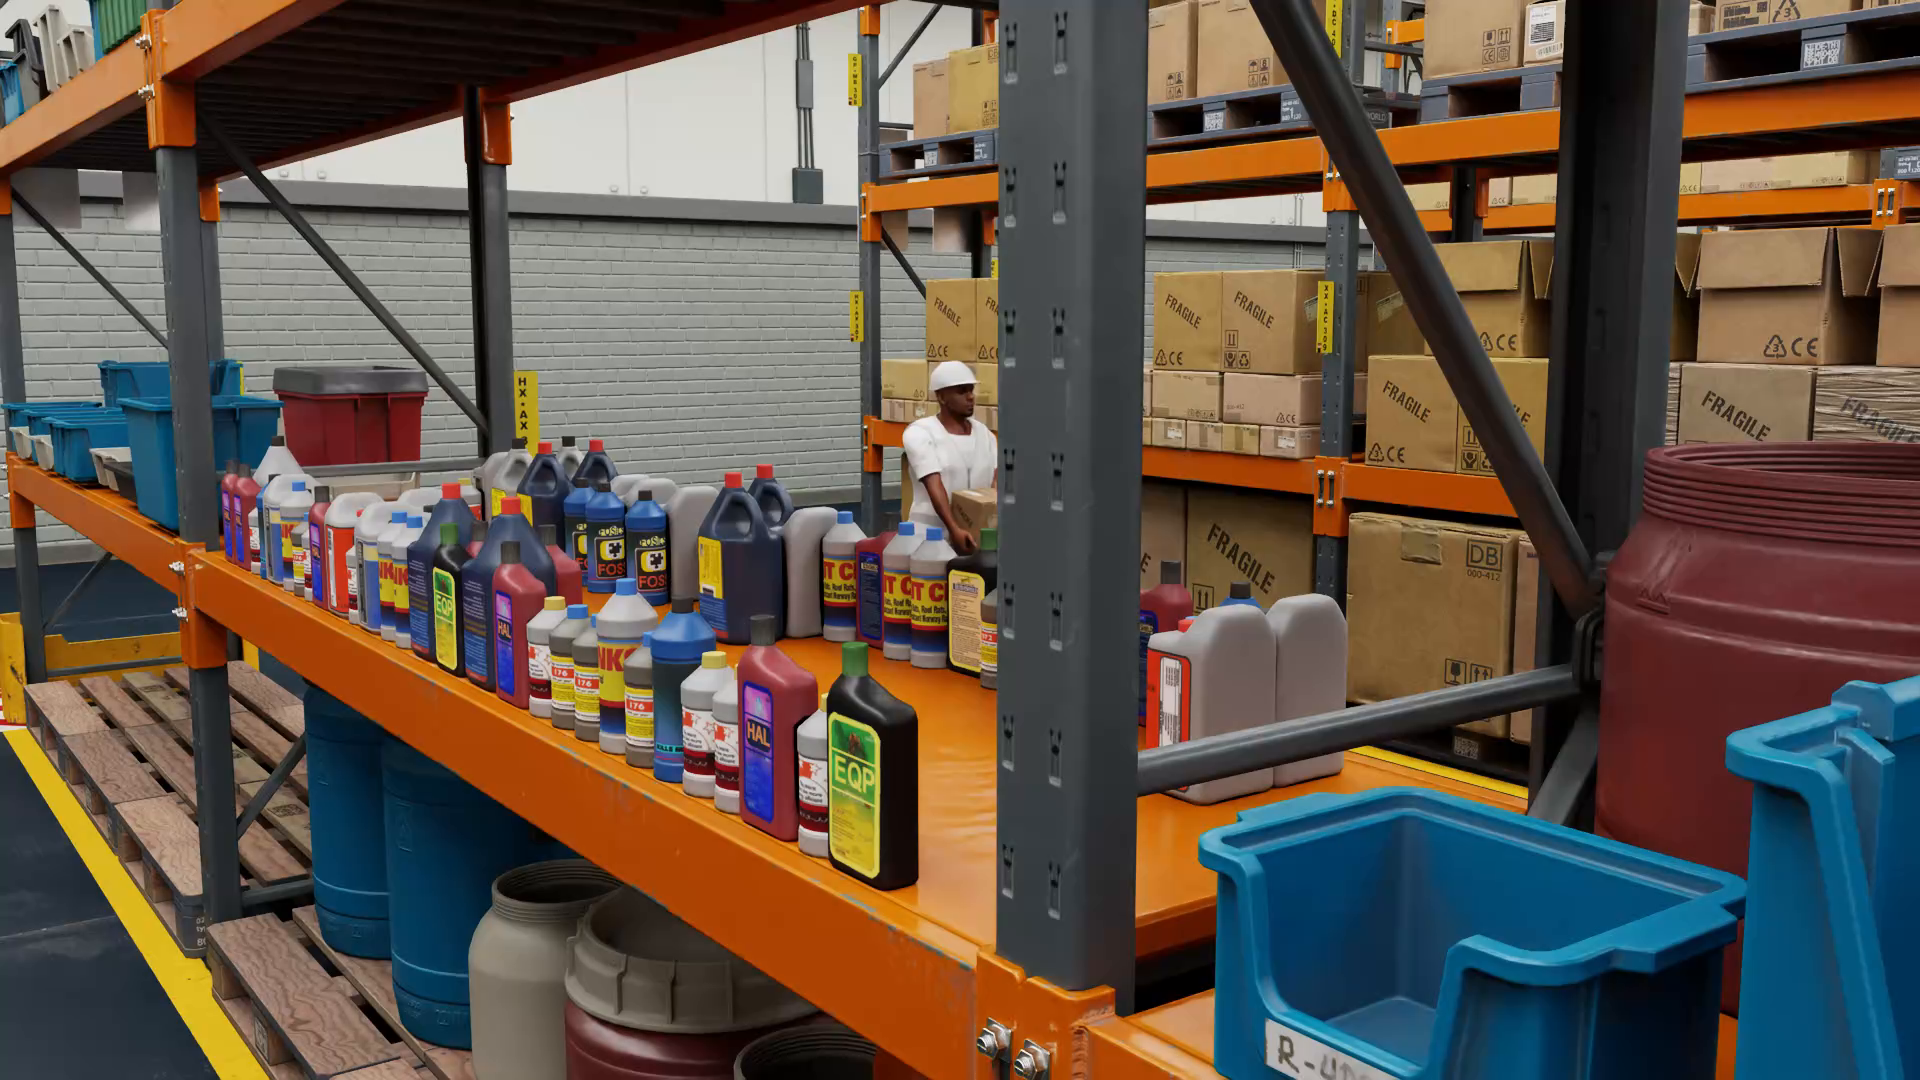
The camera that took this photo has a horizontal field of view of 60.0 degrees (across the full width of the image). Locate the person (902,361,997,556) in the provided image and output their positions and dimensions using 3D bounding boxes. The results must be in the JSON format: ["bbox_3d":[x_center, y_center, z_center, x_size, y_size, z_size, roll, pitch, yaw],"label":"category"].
[{"bbox_3d":[0.030,0.019,8.080,0.505,1.763,0.557,-6,10,-36],"label":"person"}]
